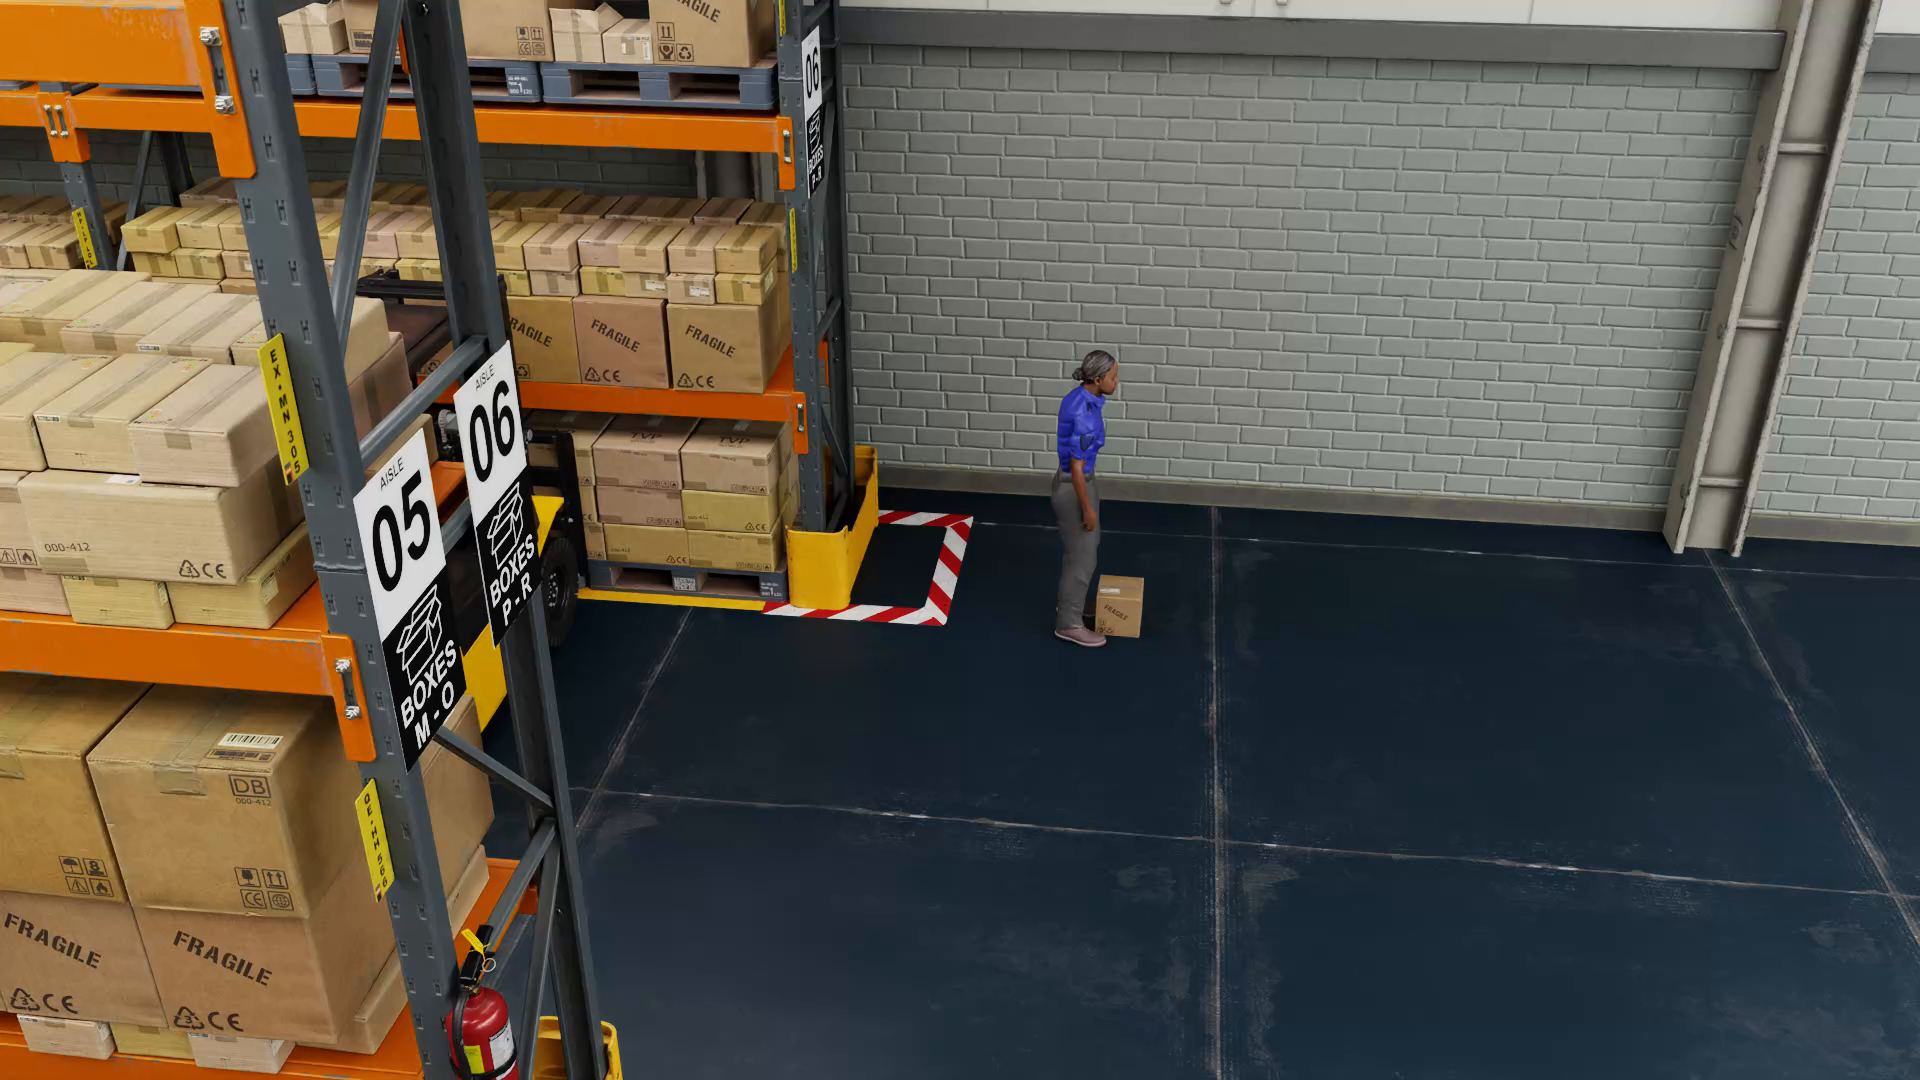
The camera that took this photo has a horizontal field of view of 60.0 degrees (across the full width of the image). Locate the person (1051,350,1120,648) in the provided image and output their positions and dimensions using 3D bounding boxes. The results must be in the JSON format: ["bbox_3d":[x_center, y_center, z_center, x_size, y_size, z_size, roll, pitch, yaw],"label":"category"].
[{"bbox_3d":[0.671,-0.253,9.093,0.346,1.655,0.532,2,29,4],"label":"person"}]
